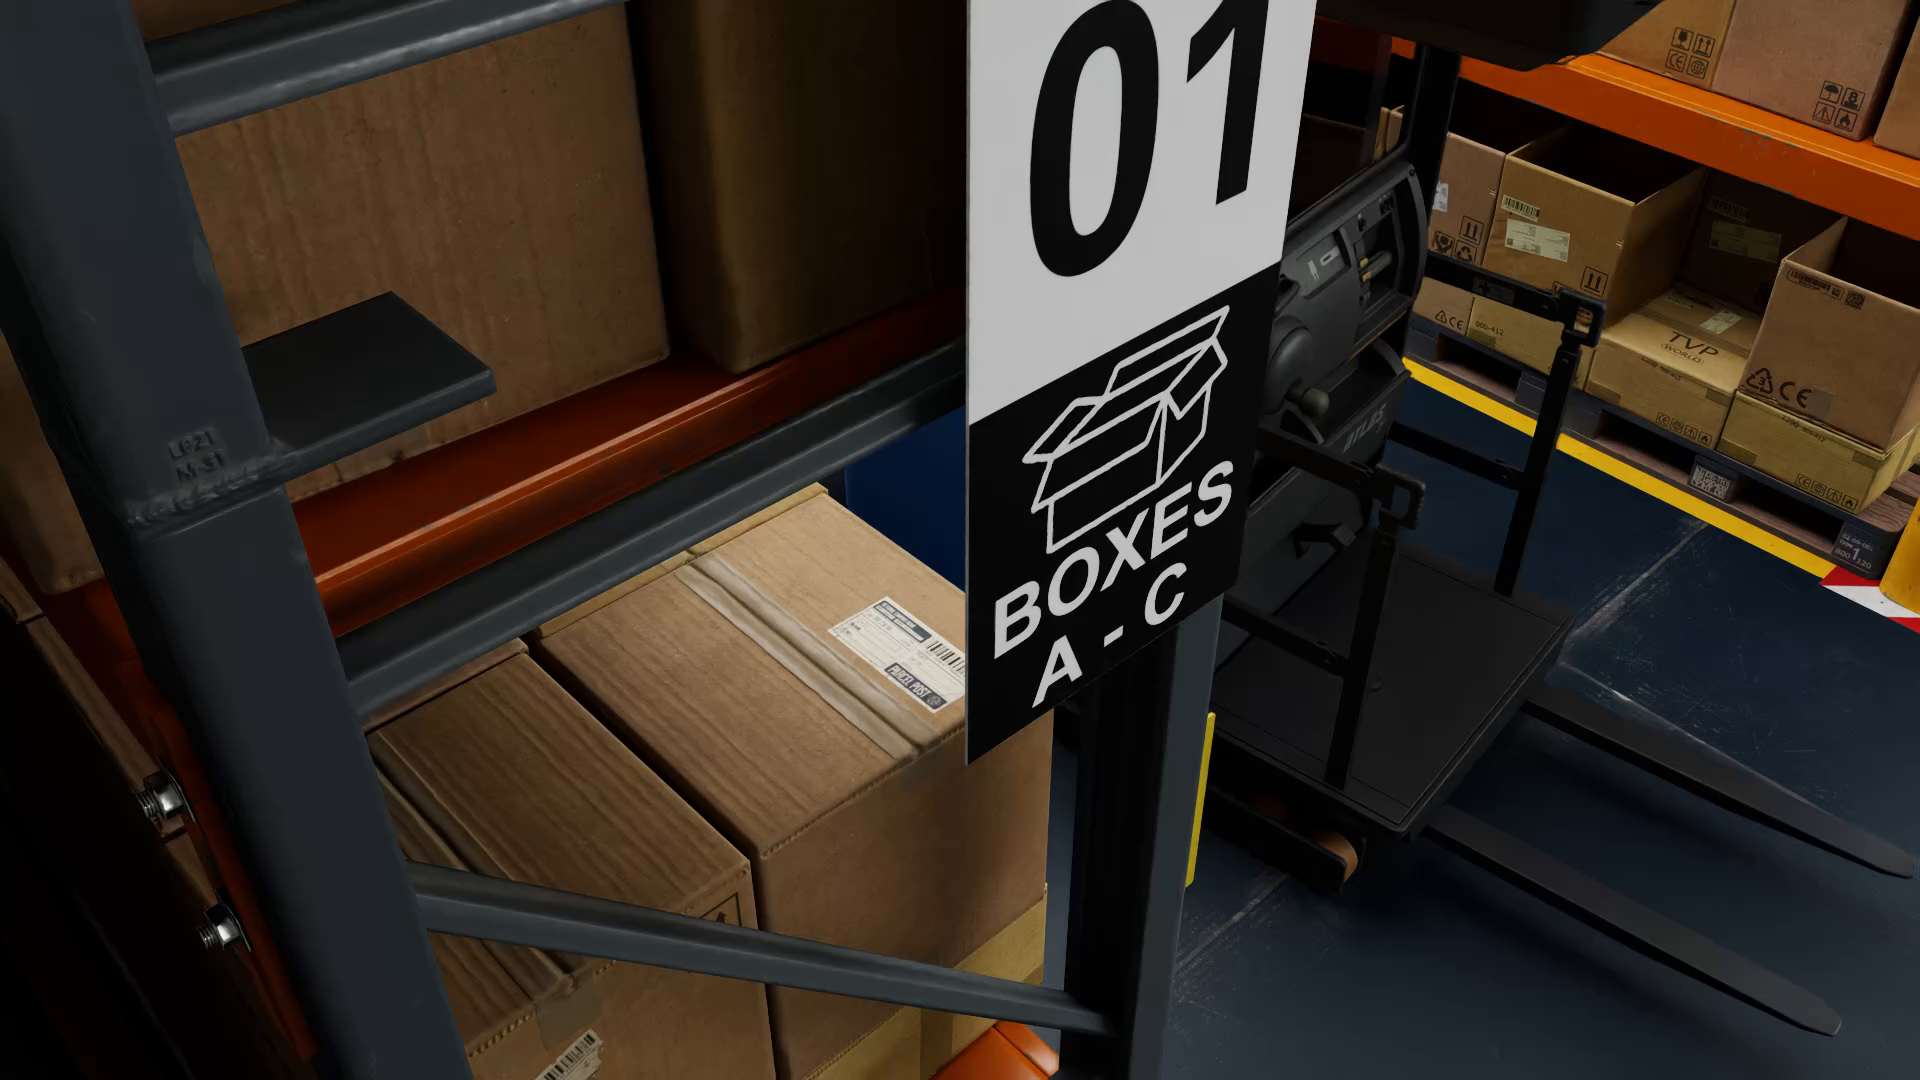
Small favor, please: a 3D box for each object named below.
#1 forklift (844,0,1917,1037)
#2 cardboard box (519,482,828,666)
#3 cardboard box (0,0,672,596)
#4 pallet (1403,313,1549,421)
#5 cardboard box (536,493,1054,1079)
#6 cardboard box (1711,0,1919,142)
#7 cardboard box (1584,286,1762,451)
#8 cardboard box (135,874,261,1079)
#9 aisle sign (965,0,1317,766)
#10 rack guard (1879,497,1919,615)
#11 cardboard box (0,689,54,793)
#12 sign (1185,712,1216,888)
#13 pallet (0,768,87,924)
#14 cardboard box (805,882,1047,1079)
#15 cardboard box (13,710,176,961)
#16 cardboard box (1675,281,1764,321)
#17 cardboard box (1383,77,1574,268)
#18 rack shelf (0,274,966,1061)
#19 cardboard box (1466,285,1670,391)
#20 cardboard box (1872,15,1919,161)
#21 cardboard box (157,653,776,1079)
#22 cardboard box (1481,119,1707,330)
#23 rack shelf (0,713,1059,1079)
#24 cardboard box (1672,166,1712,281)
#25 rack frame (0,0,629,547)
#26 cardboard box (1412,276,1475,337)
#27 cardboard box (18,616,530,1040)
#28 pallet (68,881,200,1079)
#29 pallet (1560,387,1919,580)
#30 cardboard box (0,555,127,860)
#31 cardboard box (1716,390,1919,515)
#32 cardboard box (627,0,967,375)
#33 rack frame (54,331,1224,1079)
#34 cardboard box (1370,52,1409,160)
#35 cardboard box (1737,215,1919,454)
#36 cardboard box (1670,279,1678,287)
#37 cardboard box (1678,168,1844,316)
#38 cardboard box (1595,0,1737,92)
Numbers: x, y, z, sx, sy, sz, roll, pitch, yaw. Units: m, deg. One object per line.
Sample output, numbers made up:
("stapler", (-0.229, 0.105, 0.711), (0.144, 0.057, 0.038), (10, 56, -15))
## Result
("forklift", (1.089, -0.575, 4.053), (3.031, 2.935, 1.130), (27, 46, 30))
("cardboard box", (-0.547, 0.106, 2.662), (0.500, 0.500, 0.500), (-30, 48, -32))
("cardboard box", (-0.588, -0.370, 1.262), (0.500, 0.500, 0.500), (-26, 46, -29))
("pallet", (2.159, -0.993, 6.736), (1.003, 0.211, 1.213), (-30, 48, -32))
("cardboard box", (-0.220, 0.339, 2.373), (0.500, 0.500, 0.500), (-30, 48, -32))
("cardboard box", (2.862, -1.679, 5.286), (0.700, 0.500, 0.500), (-29, 47, -31))
("cardboard box", (2.600, -0.620, 5.909), (0.500, 0.250, 0.500), (-30, 48, -32))
("cardboard box", (-0.936, 0.610, 2.636), (0.500, 0.250, 0.500), (-29, 47, -31))
("aisle sign", (0.151, -0.176, 1.436), (0.394, 0.787, 0.004), (-30, 48, -32))
("rack guard", (3.544, -0.194, 5.517), (1.175, 0.500, 0.348), (-30, 48, -32))
("cardboard box", (-1.624, 0.147, 3.209), (0.500, 0.250, 0.500), (-29, 47, -31))
("sign", (0.281, 0.362, 2.150), (0.100, 0.325, 0.005), (-30, 48, -32))
("pallet", (-2.344, 0.459, 4.938), (1.003, 0.211, 1.213), (-30, 48, -32))
("cardboard box", (-0.215, 0.619, 2.624), (0.500, 0.250, 0.500), (-31, 48, -33))
("cardboard box", (-1.280, 0.379, 2.921), (0.500, 0.250, 0.500), (-30, 48, -32))
("cardboard box", (2.988, -0.844, 6.186), (0.500, 0.250, 0.500), (-30, 48, -32))
("cardboard box", (1.921, -1.373, 6.245), (0.500, 0.500, 0.500), (-30, 48, -32))
("rack shelf", (-1.471, -0.884, 2.566), (1.077, 0.370, 4.000), (-30, 48, -32))
("cardboard box", (2.261, -0.851, 6.195), (0.500, 0.250, 0.500), (-30, 48, -32))
("cardboard box", (3.221, -1.438, 4.988), (0.700, 0.500, 0.500), (-30, 48, -32))
("cardboard box", (-0.594, 0.560, 2.100), (0.500, 0.500, 0.500), (-31, 48, -32))
("cardboard box", (2.258, -1.141, 5.957), (0.500, 0.500, 0.500), (-30, 48, -32))
("rack shelf", (-1.471, 0.283, 3.508), (1.077, 0.370, 4.000), (-30, 48, -32))
("cardboard box", (2.641, -1.362, 6.231), (0.500, 0.500, 0.500), (-30, 48, -32))
("rack frame", (-0.119, -1.405, 0.251), (1.000, 3.000, 0.127), (-30, 48, -32))
("cardboard box", (1.924, -1.083, 6.482), (0.500, 0.250, 0.500), (-30, 48, -32))
("cardboard box", (-0.927, 0.323, 2.393), (0.500, 0.500, 0.500), (-29, 47, -31))
("pallet", (-1.515, 1.023, 4.239), (1.003, 0.211, 1.213), (-30, 48, -32))
("pallet", (2.979, -0.429, 6.037), (1.003, 0.211, 1.213), (-30, 48, -32))
("cardboard box", (-1.280, 0.086, 2.687), (0.500, 0.500, 0.500), (-31, 48, -33))
("cardboard box", (2.947, -0.394, 5.629), (0.500, 0.250, 0.500), (-30, 48, -32))
("cardboard box", (-0.161, -0.545, 1.479), (0.500, 0.500, 0.500), (-29, 47, -31))
("rack frame", (-0.119, 0.929, 2.136), (1.000, 3.000, 0.127), (-30, 48, -32))
("cardboard box", (1.582, -1.604, 6.530), (0.500, 0.500, 0.500), (-30, 48, -32))
("cardboard box", (2.946, -0.685, 5.392), (0.500, 0.500, 0.500), (-30, 48, -32))
("cardboard box", (2.650, -1.075, 6.473), (0.500, 0.250, 0.500), (-30, 48, -32))
("cardboard box", (2.989, -1.136, 5.951), (0.500, 0.500, 0.500), (-30, 48, -32))
("cardboard box", (2.531, -1.911, 5.574), (0.700, 0.500, 0.500), (-30, 47, -31))
